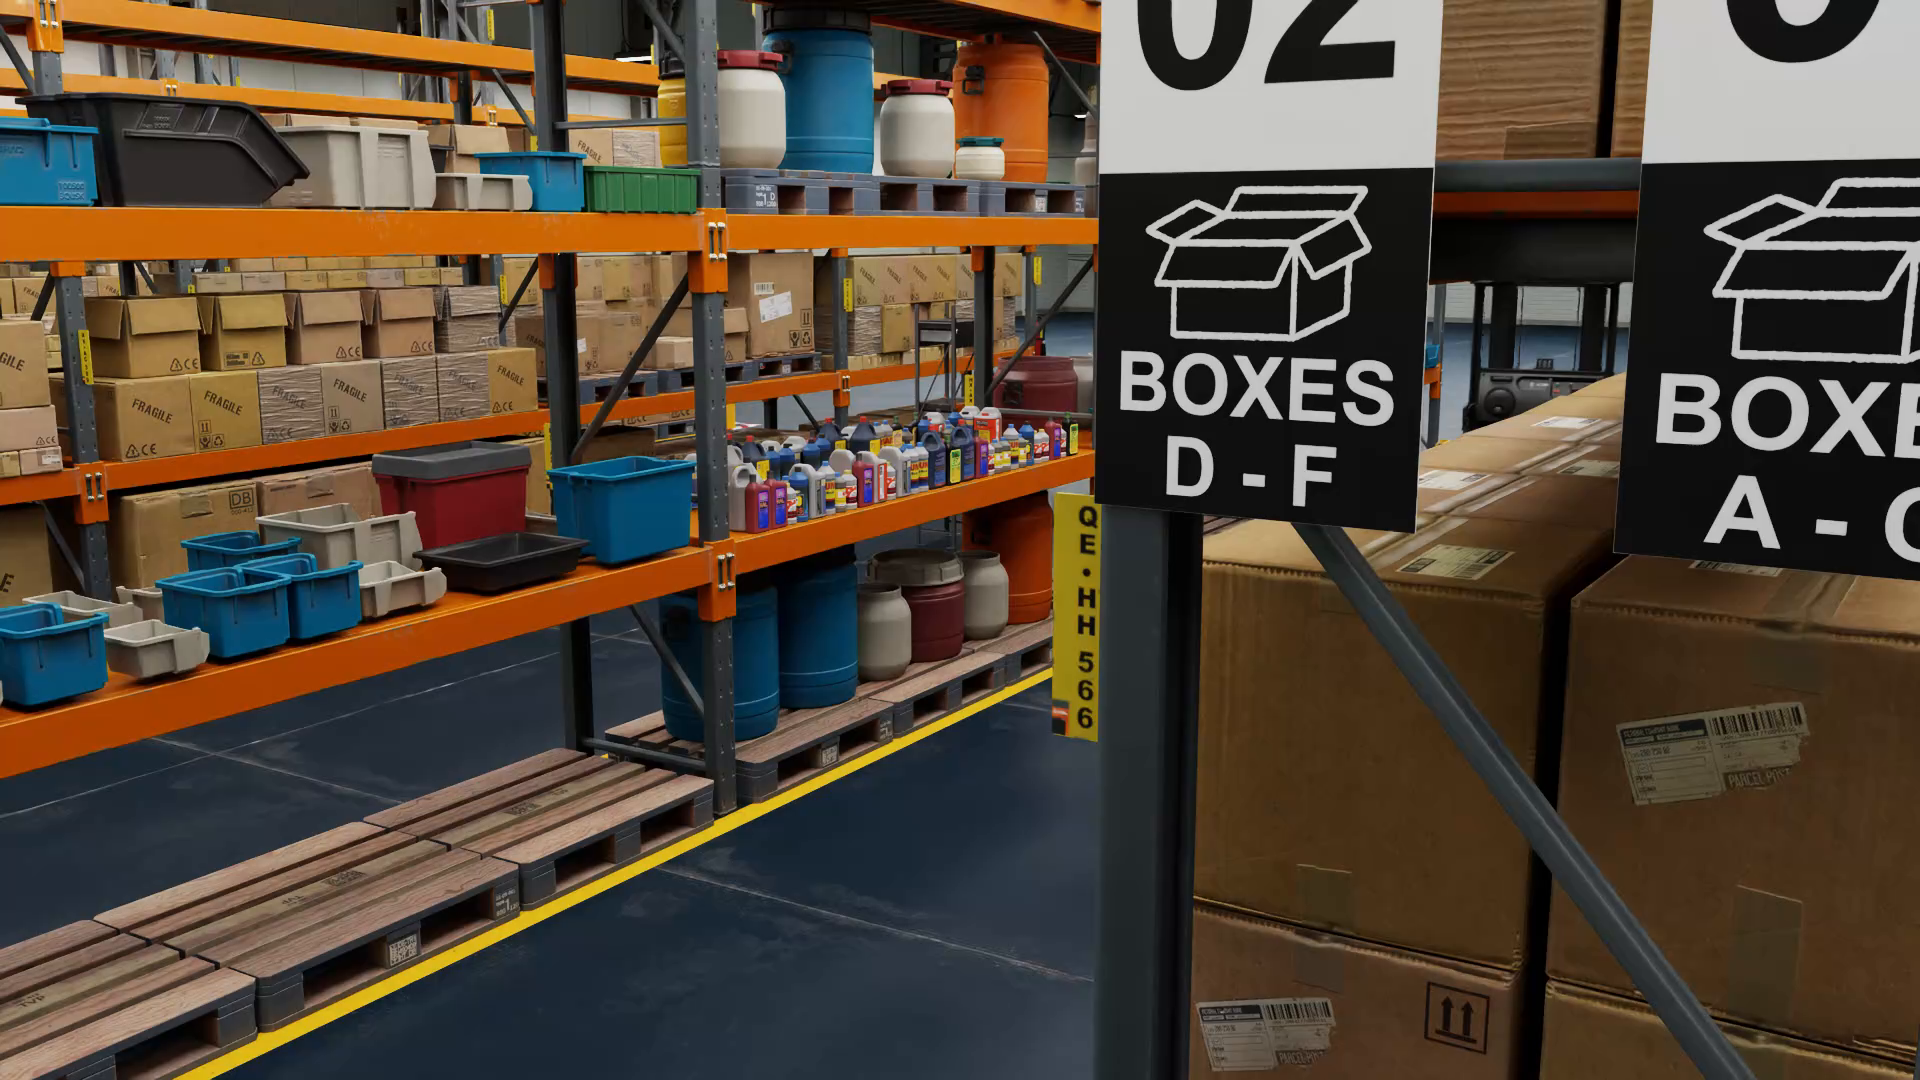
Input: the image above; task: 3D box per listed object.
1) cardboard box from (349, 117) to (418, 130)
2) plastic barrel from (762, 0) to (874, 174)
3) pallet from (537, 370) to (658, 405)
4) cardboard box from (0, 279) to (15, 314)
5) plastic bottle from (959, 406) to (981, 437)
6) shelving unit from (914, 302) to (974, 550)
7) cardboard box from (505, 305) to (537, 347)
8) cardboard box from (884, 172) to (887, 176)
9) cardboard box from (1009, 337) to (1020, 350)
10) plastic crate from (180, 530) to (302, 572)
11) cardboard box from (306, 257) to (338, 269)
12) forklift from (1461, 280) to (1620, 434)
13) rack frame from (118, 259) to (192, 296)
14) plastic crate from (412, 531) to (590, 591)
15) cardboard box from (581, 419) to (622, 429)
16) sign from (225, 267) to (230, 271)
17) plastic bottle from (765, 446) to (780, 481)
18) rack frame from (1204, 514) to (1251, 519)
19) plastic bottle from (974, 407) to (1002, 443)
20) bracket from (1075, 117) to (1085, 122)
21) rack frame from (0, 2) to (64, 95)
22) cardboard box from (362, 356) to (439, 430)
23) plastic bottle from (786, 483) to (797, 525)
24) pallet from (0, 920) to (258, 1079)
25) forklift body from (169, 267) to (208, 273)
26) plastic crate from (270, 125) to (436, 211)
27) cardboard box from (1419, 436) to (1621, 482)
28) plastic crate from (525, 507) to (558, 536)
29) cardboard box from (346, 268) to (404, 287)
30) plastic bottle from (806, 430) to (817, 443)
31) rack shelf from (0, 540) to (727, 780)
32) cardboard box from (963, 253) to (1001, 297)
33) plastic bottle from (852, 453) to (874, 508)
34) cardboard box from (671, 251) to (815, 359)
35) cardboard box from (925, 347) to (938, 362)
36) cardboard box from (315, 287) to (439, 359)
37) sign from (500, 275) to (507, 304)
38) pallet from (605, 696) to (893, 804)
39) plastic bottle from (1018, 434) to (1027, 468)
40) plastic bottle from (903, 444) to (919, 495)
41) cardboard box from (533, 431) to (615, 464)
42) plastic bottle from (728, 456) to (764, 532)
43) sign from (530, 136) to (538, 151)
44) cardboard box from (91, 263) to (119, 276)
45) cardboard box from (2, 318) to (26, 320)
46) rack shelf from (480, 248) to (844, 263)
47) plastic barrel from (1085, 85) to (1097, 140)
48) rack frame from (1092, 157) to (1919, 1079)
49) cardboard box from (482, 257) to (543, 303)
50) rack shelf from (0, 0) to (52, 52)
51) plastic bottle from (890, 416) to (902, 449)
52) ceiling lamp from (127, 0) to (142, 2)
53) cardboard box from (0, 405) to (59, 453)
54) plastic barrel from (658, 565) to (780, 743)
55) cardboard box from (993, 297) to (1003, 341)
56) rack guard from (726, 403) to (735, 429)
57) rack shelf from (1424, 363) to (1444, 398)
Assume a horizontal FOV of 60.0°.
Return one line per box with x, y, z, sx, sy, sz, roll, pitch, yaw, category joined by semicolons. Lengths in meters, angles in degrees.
-4.309;-2.805;12.134;0.500;0.500;0.500;7;13;34;cardboard box
-0.769;-2.430;9.040;0.600;0.901;0.708;6;12;31;plastic barrel
-3.402;-1.350;14.447;1.213;0.211;1.003;6;12;31;pallet
-11.455;-2.801;19.460;0.500;0.500;0.500;7;13;34;cardboard box
0.051;-0.750;11.062;0.152;0.276;0.135;6;12;31;plastic bottle
-0.086;-1.006;14.536;0.431;2.100;0.503;6;12;31;shelving unit
-5.610;-2.573;20.055;0.875;0.550;0.550;6;12;31;cardboard box
-0.529;-4.288;19.029;0.500;0.500;0.500;6;12;30;cardboard box
0.501;-2.392;20.175;0.380;0.149;0.250;6;12;31;cardboard box
-2.754;0.115;6.394;0.416;0.233;0.300;6;12;31;plastic crate
-9.093;-3.787;23.150;0.700;0.500;0.500;6;12;29;cardboard box
4.558;-1.169;13.149;1.130;2.935;3.031;5;12;25;forklift
-7.868;-1.811;16.393;1.000;3.000;0.127;6;12;31;rack frame
-1.876;0.088;6.831;0.437;0.125;0.590;6;12;31;plastic crate
-4.940;-1.837;21.162;0.875;0.875;0.875;6;12;31;cardboard box
-9.598;-3.414;21.807;0.100;0.325;0.005;6;12;31;sign
-1.029;-0.377;9.079;0.097;0.271;0.097;0;11;0;plastic bottle
2.629;-1.477;14.609;1.000;3.000;0.127;6;12;31;rack frame
0.181;-0.736;10.984;0.152;0.276;0.135;6;12;31;plastic bottle
3.951;-13.817;54.437;0.235;0.232;0.430;6;12;31;bracket
-5.758;-3.641;9.864;1.000;3.000;0.127;6;12;31;rack frame
-4.256;-1.110;12.373;0.500;0.500;0.500;6;12;29;cardboard box
-0.856;-0.179;8.216;0.097;0.201;0.097;0;11;0;plastic bottle
-3.140;1.654;5.458;1.003;0.211;1.213;6;12;31;pallet
-11.667;-3.110;25.638;2.313;2.155;1.214;6;12;31;forklift body
-2.187;-1.325;5.968;0.437;0.282;0.530;6;12;31;plastic crate
1.153;0.085;3.273;0.500;0.500;0.500;7;13;32;cardboard box
-1.889;-0.060;7.589;0.396;0.136;0.243;6;12;31;plastic crate
-6.572;-2.742;18.374;0.700;0.500;0.500;6;12;31;cardboard box
-0.874;-0.490;9.652;0.061;0.283;0.133;6;12;31;plastic bottle
-2.563;0.449;6.275;1.077;0.370;4.000;6;12;31;rack shelf
0.143;-3.077;19.357;0.500;0.500;0.500;6;12;31;cardboard box
-0.509;-0.319;8.736;0.061;0.283;0.133;6;12;31;plastic bottle
-2.137;-2.340;16.447;1.000;1.000;1.000;6;12;31;cardboard box
-0.468;-2.069;18.454;0.380;0.149;0.250;6;12;31;cardboard box
-4.415;-1.648;12.523;0.797;0.503;0.637;7;13;32;cardboard box
-5.322;-2.920;19.385;0.100;0.325;0.005;6;12;31;sign
-1.089;1.034;8.772;1.003;0.211;1.213;6;12;31;pallet
0.360;-0.548;10.183;0.097;0.201;0.097;0;11;0;plastic bottle
-0.274;-0.390;9.151;0.097;0.271;0.097;0;11;0;plastic bottle
-3.359;-0.786;14.475;0.500;0.250;0.500;7;13;33;cardboard box
-1.044;-0.226;8.058;0.144;0.351;0.185;6;12;31;plastic bottle
-1.994;-1.751;7.894;0.100;0.325;0.005;6;12;31;sign
-10.590;-3.369;20.728;0.380;0.149;0.250;6;12;28;cardboard box
-8.404;-1.863;14.592;0.380;0.149;0.250;7;13;33;cardboard box
-2.643;-2.757;15.247;1.077;0.370;4.000;6;12;31;rack shelf
1.164;-2.678;11.506;0.600;0.901;0.600;0;11;0;plastic barrel
0.630;0.884;1.998;1.000;3.000;0.127;6;12;31;rack frame
-5.384;-3.197;20.453;0.875;0.550;0.550;6;12;31;cardboard box
-6.796;-2.777;8.287;1.077;0.370;4.000;6;12;31;rack shelf
-0.418;-0.628;10.389;0.061;0.283;0.133;6;12;31;plastic bottle
-12.368;-9.001;22.629;0.800;3.185;2.000;6;12;31;ceiling lamp
-5.763;-0.670;9.898;0.500;0.250;0.500;6;12;30;cardboard box
-1.228;0.522;8.492;0.600;0.901;0.708;6;12;31;plastic barrel
0.006;-2.601;19.531;0.875;0.500;0.500;6;12;31;cardboard box
-3.702;-1.845;23.363;1.175;0.500;0.348;6;12;31;rack guard
3.667;-1.438;16.356;1.077;0.370;4.000;6;12;31;rack shelf
